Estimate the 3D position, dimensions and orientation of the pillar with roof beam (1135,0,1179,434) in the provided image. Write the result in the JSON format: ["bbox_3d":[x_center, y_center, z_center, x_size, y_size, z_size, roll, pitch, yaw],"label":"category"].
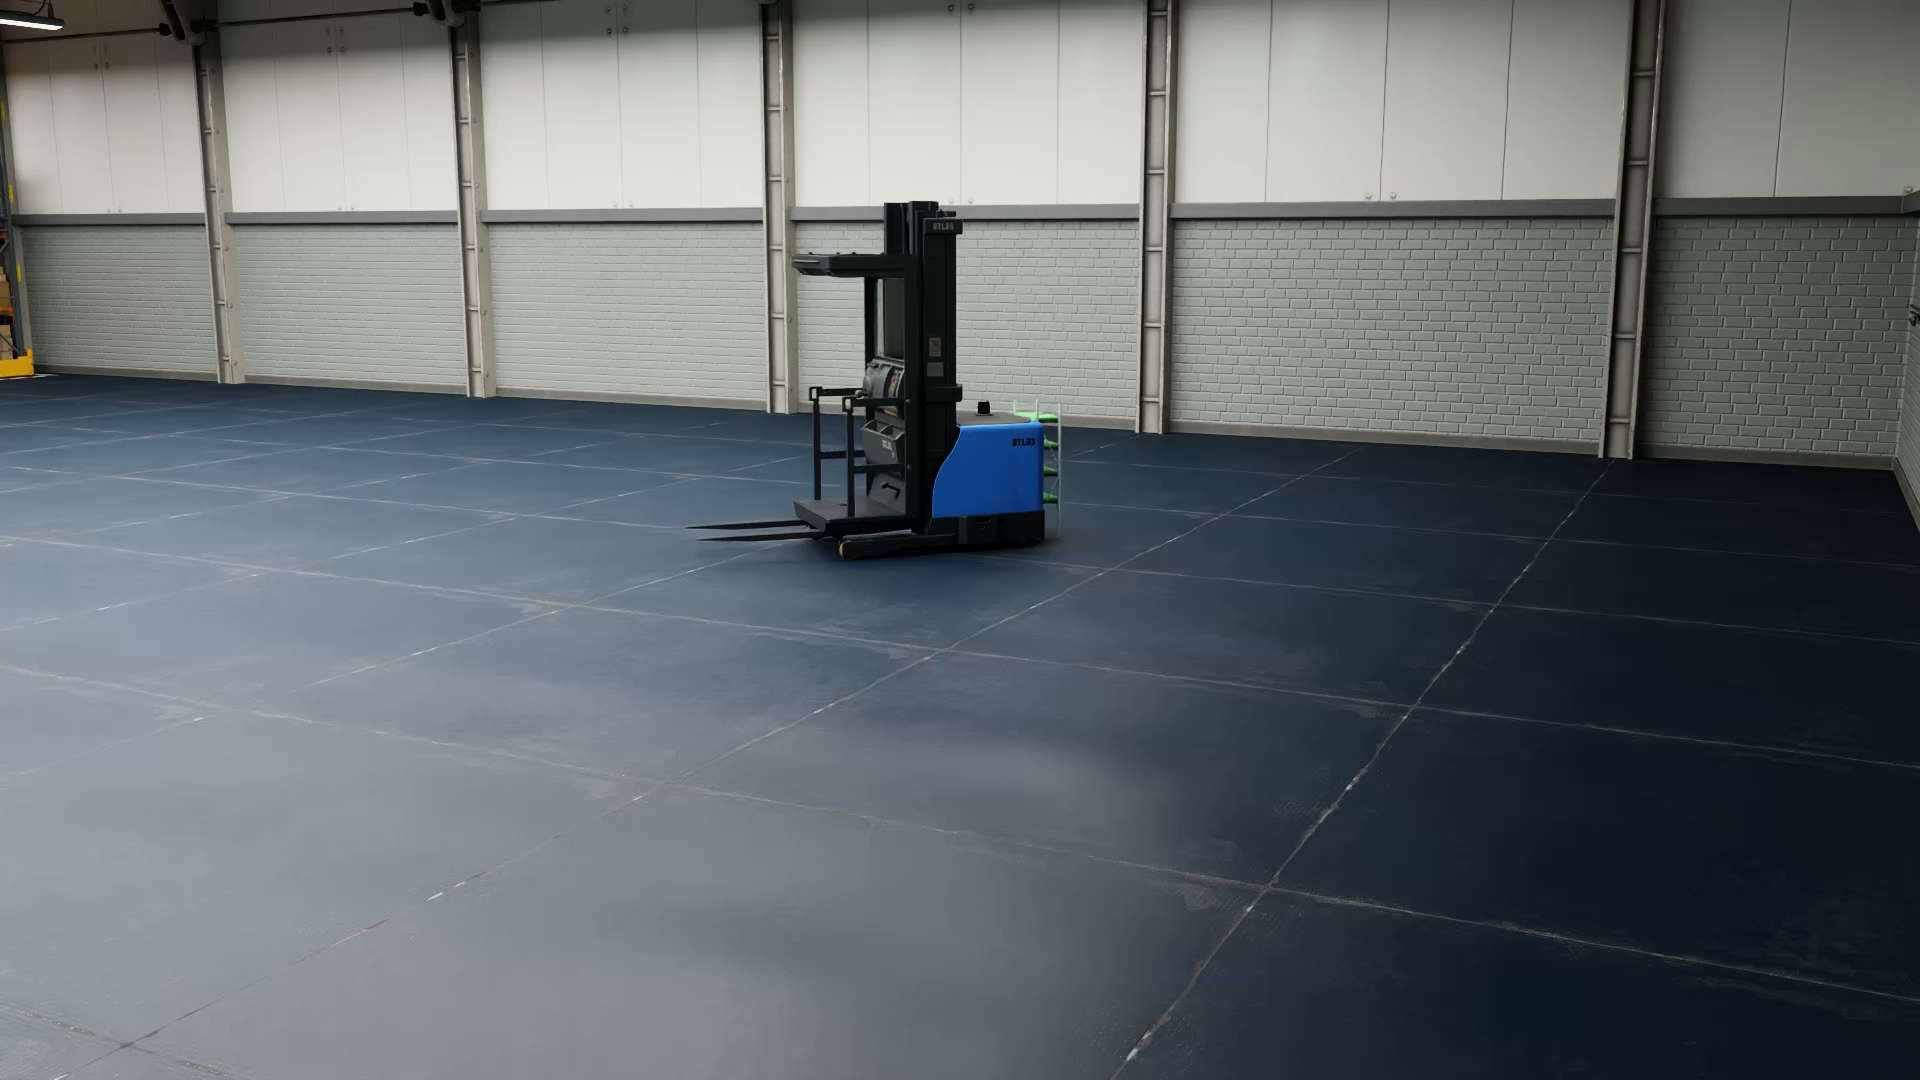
[{"bbox_3d":[0.754,-5.232,18.369,0.400,9.000,9.100,5,11,26],"label":"pillar with roof beam"}]

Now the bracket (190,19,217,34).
[{"bbox_3d":[-13.268,-9.020,29.191,0.430,0.232,0.235,5,11,26],"label":"bracket"}]

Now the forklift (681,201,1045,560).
[{"bbox_3d":[-0.835,-1.380,14.123,3.031,2.935,1.130,-4,11,-21],"label":"forklift"}]

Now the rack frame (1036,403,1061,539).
[{"bbox_3d":[0.778,-0.605,14.703,0.240,1.200,0.015,-4,11,-21],"label":"rack frame"}]

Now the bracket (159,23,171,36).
[{"bbox_3d":[-14.013,-9.085,29.552,0.430,0.232,0.235,5,11,26],"label":"bracket"}]

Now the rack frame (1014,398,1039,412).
[{"bbox_3d":[0.599,-0.686,15.150,0.240,1.200,0.015,-4,11,-21],"label":"rack frame"}]

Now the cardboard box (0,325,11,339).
[{"bbox_3d":[-18.986,-4.073,32.548,0.500,0.250,0.500,5,11,25],"label":"cardboard box"}]

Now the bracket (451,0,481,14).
[{"bbox_3d":[-7.887,-8.547,26.579,0.430,0.232,0.235,5,11,26],"label":"bracket"}]

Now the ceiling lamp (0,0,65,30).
[{"bbox_3d":[-14.261,-9.335,24.652,0.800,3.185,2.000,5,11,26],"label":"ceiling lamp"}]

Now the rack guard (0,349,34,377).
[{"bbox_3d":[-18.617,-3.428,32.266,0.348,0.500,1.175,5,11,26],"label":"rack guard"}]

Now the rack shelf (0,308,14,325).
[{"bbox_3d":[-20.432,-4.463,32.989,4.000,0.370,1.077,5,11,26],"label":"rack shelf"}]

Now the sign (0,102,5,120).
[{"bbox_3d":[-18.387,-8.237,31.909,0.005,0.325,0.100,5,11,26],"label":"sign"}]

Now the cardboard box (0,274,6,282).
[{"bbox_3d":[-18.828,-5.096,32.364,0.250,0.149,0.380,5,11,24],"label":"cardboard box"}]

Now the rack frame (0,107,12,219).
[{"bbox_3d":[-18.638,-7.612,31.519,0.127,3.000,1.000,5,11,26],"label":"rack frame"}]

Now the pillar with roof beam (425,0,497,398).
[{"bbox_3d":[-10.007,-6.177,23.594,0.548,9.000,9.100,5,11,26],"label":"pillar with roof beam"}]

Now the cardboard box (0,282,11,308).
[{"bbox_3d":[-18.960,-4.792,32.506,0.500,0.500,0.500,5,12,28],"label":"cardboard box"}]

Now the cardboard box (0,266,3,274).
[{"bbox_3d":[-18.845,-5.235,32.295,0.250,0.149,0.380,5,11,25],"label":"cardboard box"}]

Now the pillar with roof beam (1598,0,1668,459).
[{"bbox_3d":[6.135,-4.759,15.757,0.400,9.000,9.100,5,11,26],"label":"pillar with roof beam"}]

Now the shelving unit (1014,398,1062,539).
[{"bbox_3d":[0.689,-0.645,14.926,0.258,1.200,0.503,-4,11,-21],"label":"shelving unit"}]

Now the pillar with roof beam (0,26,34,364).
[{"bbox_3d":[-20.769,-7.123,28.819,0.400,9.000,9.100,5,11,26],"label":"pillar with roof beam"}]

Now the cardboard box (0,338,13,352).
[{"bbox_3d":[-18.968,-3.829,32.605,0.500,0.250,0.500,5,12,27],"label":"cardboard box"}]

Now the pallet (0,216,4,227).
[{"bbox_3d":[-19.261,-6.152,32.125,1.213,0.211,1.003,5,11,26],"label":"pallet"}]

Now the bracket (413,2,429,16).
[{"bbox_3d":[-8.632,-8.612,26.940,0.430,0.232,0.235,5,11,26],"label":"bracket"}]

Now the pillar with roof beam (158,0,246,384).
[{"bbox_3d":[-15.388,-6.650,26.207,0.548,9.000,9.100,5,11,26],"label":"pillar with roof beam"}]

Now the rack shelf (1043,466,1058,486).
[{"bbox_3d":[0.689,-0.582,14.938,0.258,0.148,0.480,-4,11,-21],"label":"rack shelf"}]

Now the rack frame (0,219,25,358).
[{"bbox_3d":[-18.638,-4.660,32.054,0.127,3.000,1.000,5,11,26],"label":"rack frame"}]

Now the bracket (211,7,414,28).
[{"bbox_3d":[-10.942,-8.815,28.062,4.783,0.066,0.076,5,11,26],"label":"bracket"}]

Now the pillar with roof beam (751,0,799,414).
[{"bbox_3d":[-4.627,-5.705,20.982,0.548,9.000,9.100,5,11,26],"label":"pillar with roof beam"}]

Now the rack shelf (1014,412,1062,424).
[{"bbox_3d":[0.689,-1.055,14.852,0.258,0.148,0.480,-4,11,-21],"label":"rack shelf"}]

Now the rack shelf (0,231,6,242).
[{"bbox_3d":[-20.432,-5.939,32.721,4.000,0.370,1.077,5,11,26],"label":"rack shelf"}]

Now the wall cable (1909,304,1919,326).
[{"bbox_3d":[10.096,-3.475,17.383,0.112,2.526,3.097,5,11,26],"label":"wall cable"}]

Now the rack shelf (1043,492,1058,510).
[{"bbox_3d":[0.689,-0.346,14.981,0.258,0.148,0.480,-4,11,-21],"label":"rack shelf"}]

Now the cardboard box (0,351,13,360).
[{"bbox_3d":[-18.992,-3.583,32.648,0.500,0.250,0.500,5,11,26],"label":"cardboard box"}]

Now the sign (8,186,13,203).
[{"bbox_3d":[-18.387,-6.693,32.189,0.005,0.325,0.100,5,11,26],"label":"sign"}]

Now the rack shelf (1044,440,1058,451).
[{"bbox_3d":[0.689,-0.819,14.895,0.258,0.148,0.480,-4,11,-21],"label":"rack shelf"}]

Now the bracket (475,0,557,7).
[{"bbox_3d":[-5.562,-8.342,25.449,4.783,0.066,0.076,5,11,26],"label":"bracket"}]

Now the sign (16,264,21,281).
[{"bbox_3d":[-18.387,-5.213,32.457,0.005,0.325,0.100,5,11,26],"label":"sign"}]

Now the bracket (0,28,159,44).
[{"bbox_3d":[-16.323,-9.288,30.674,4.783,0.066,0.076,5,11,26],"label":"bracket"}]
